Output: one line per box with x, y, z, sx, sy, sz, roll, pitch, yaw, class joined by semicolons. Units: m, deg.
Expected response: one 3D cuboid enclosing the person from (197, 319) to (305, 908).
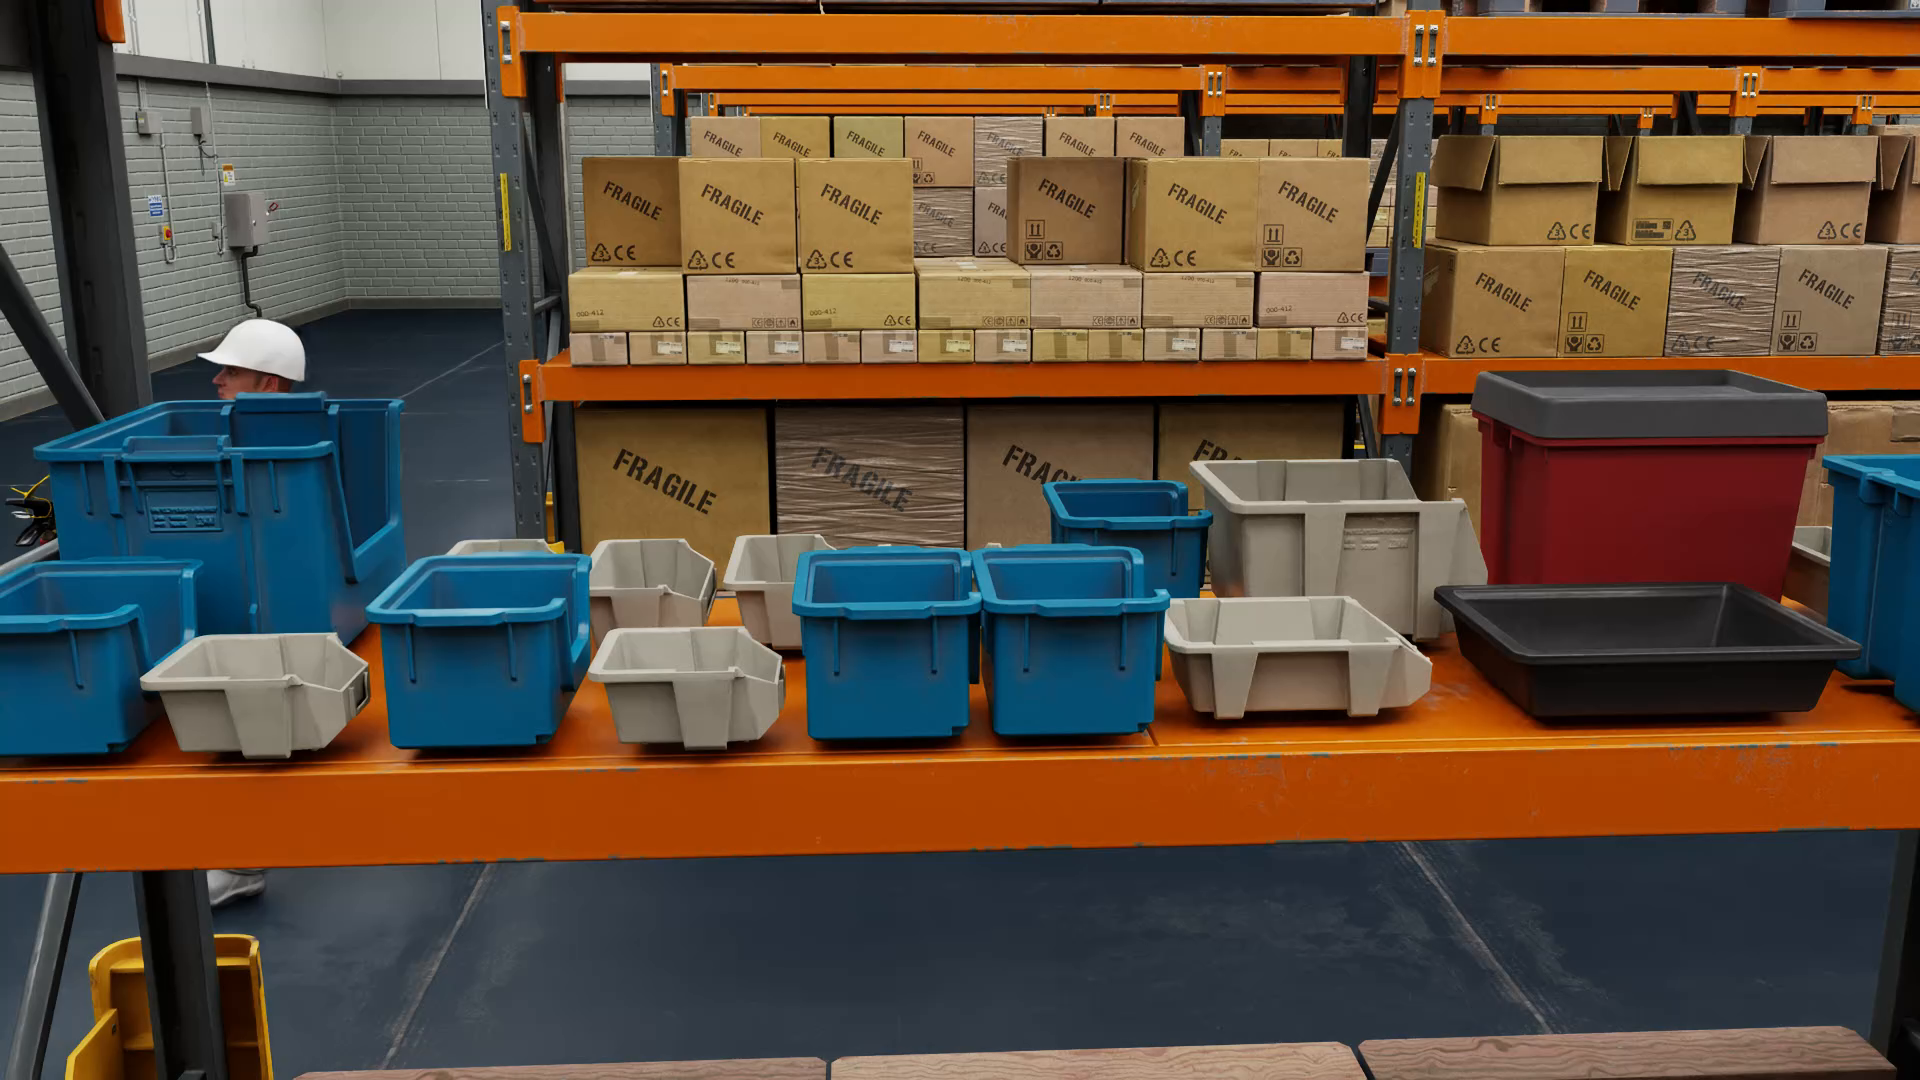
-2.055;0.219;4.977;0.529;1.745;0.759;11;17;39;person
